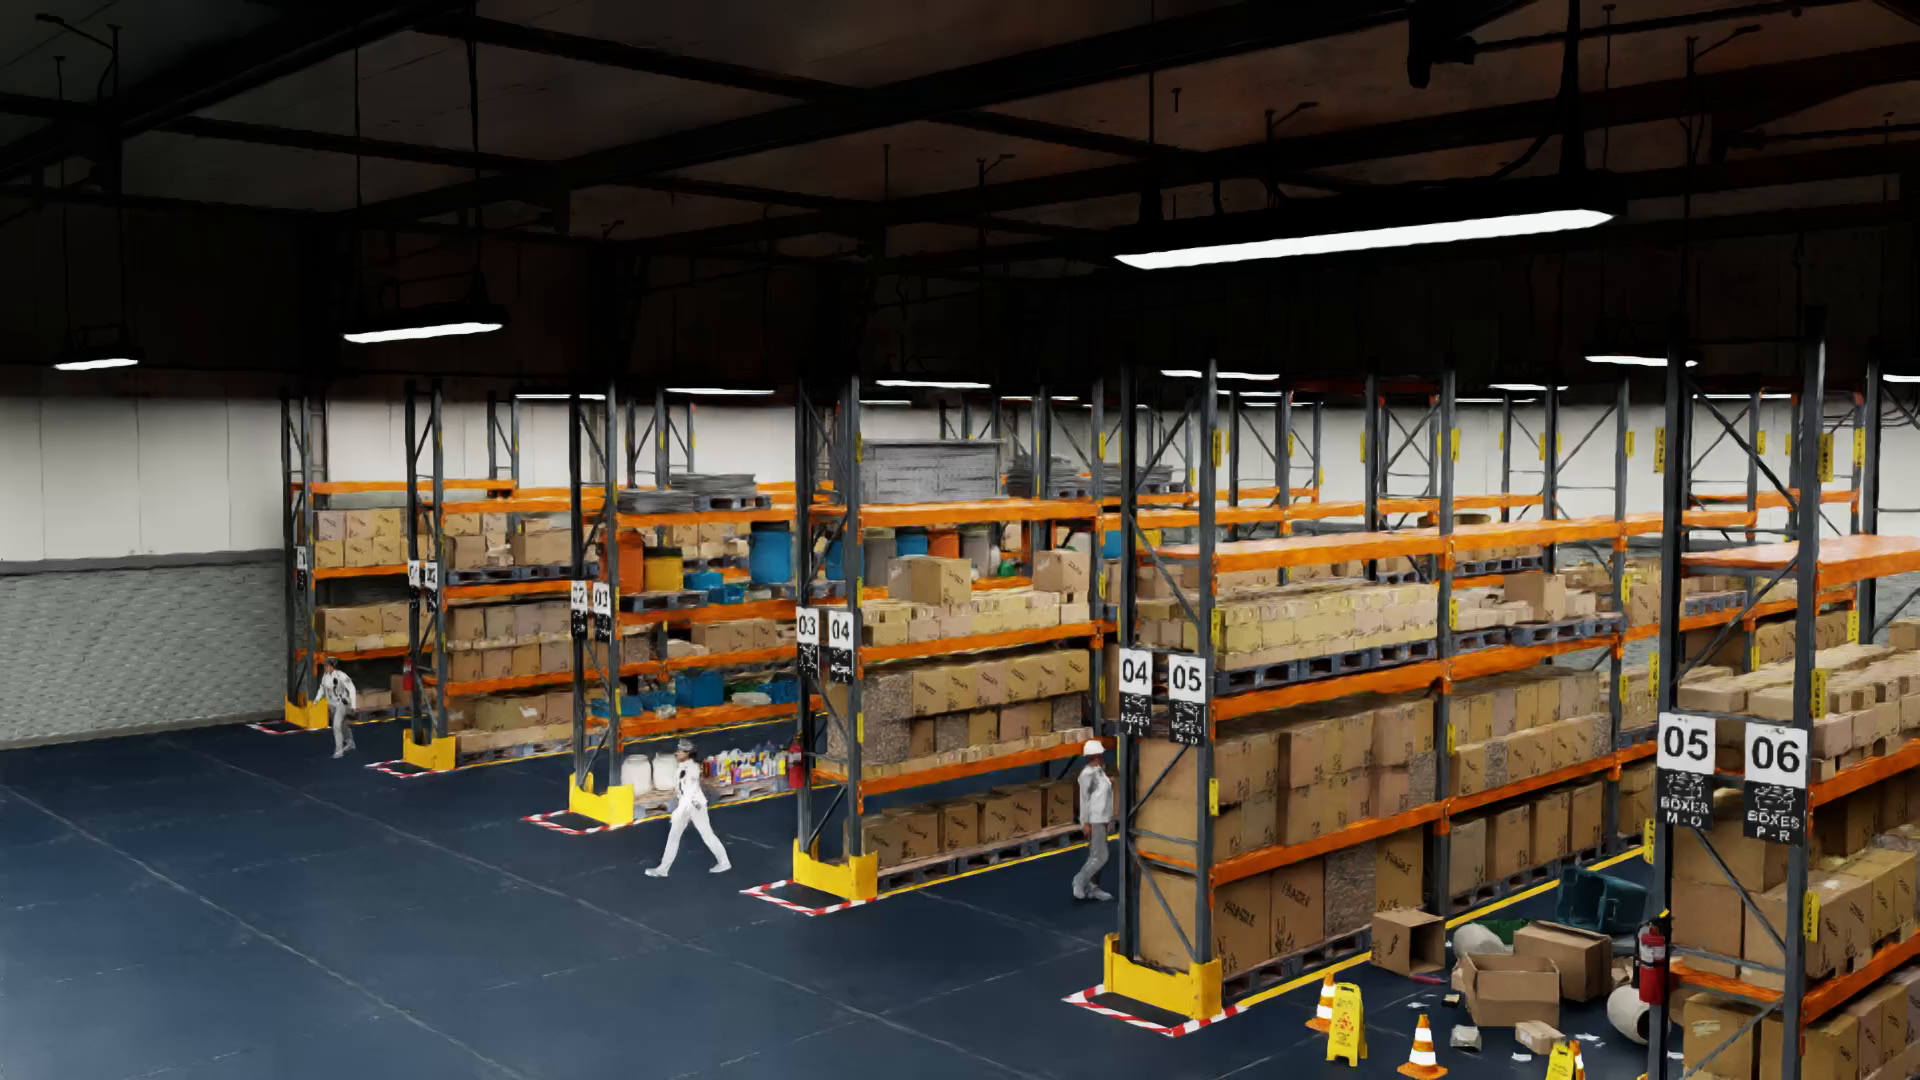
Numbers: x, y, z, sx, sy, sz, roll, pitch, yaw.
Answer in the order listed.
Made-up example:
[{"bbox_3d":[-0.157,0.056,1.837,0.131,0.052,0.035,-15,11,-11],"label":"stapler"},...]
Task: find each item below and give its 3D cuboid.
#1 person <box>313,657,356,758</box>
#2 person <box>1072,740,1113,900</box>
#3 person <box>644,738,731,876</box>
[{"bbox_3d":[-9.967,2.646,26.712,0.639,1.610,0.807,2,4,30],"label":"person"},{"bbox_3d":[1.478,3.102,18.405,0.447,1.770,0.569,1,4,21],"label":"person"},{"bbox_3d":[-3.158,3.100,19.343,0.989,1.621,0.482,-3,4,-34],"label":"person"}]
